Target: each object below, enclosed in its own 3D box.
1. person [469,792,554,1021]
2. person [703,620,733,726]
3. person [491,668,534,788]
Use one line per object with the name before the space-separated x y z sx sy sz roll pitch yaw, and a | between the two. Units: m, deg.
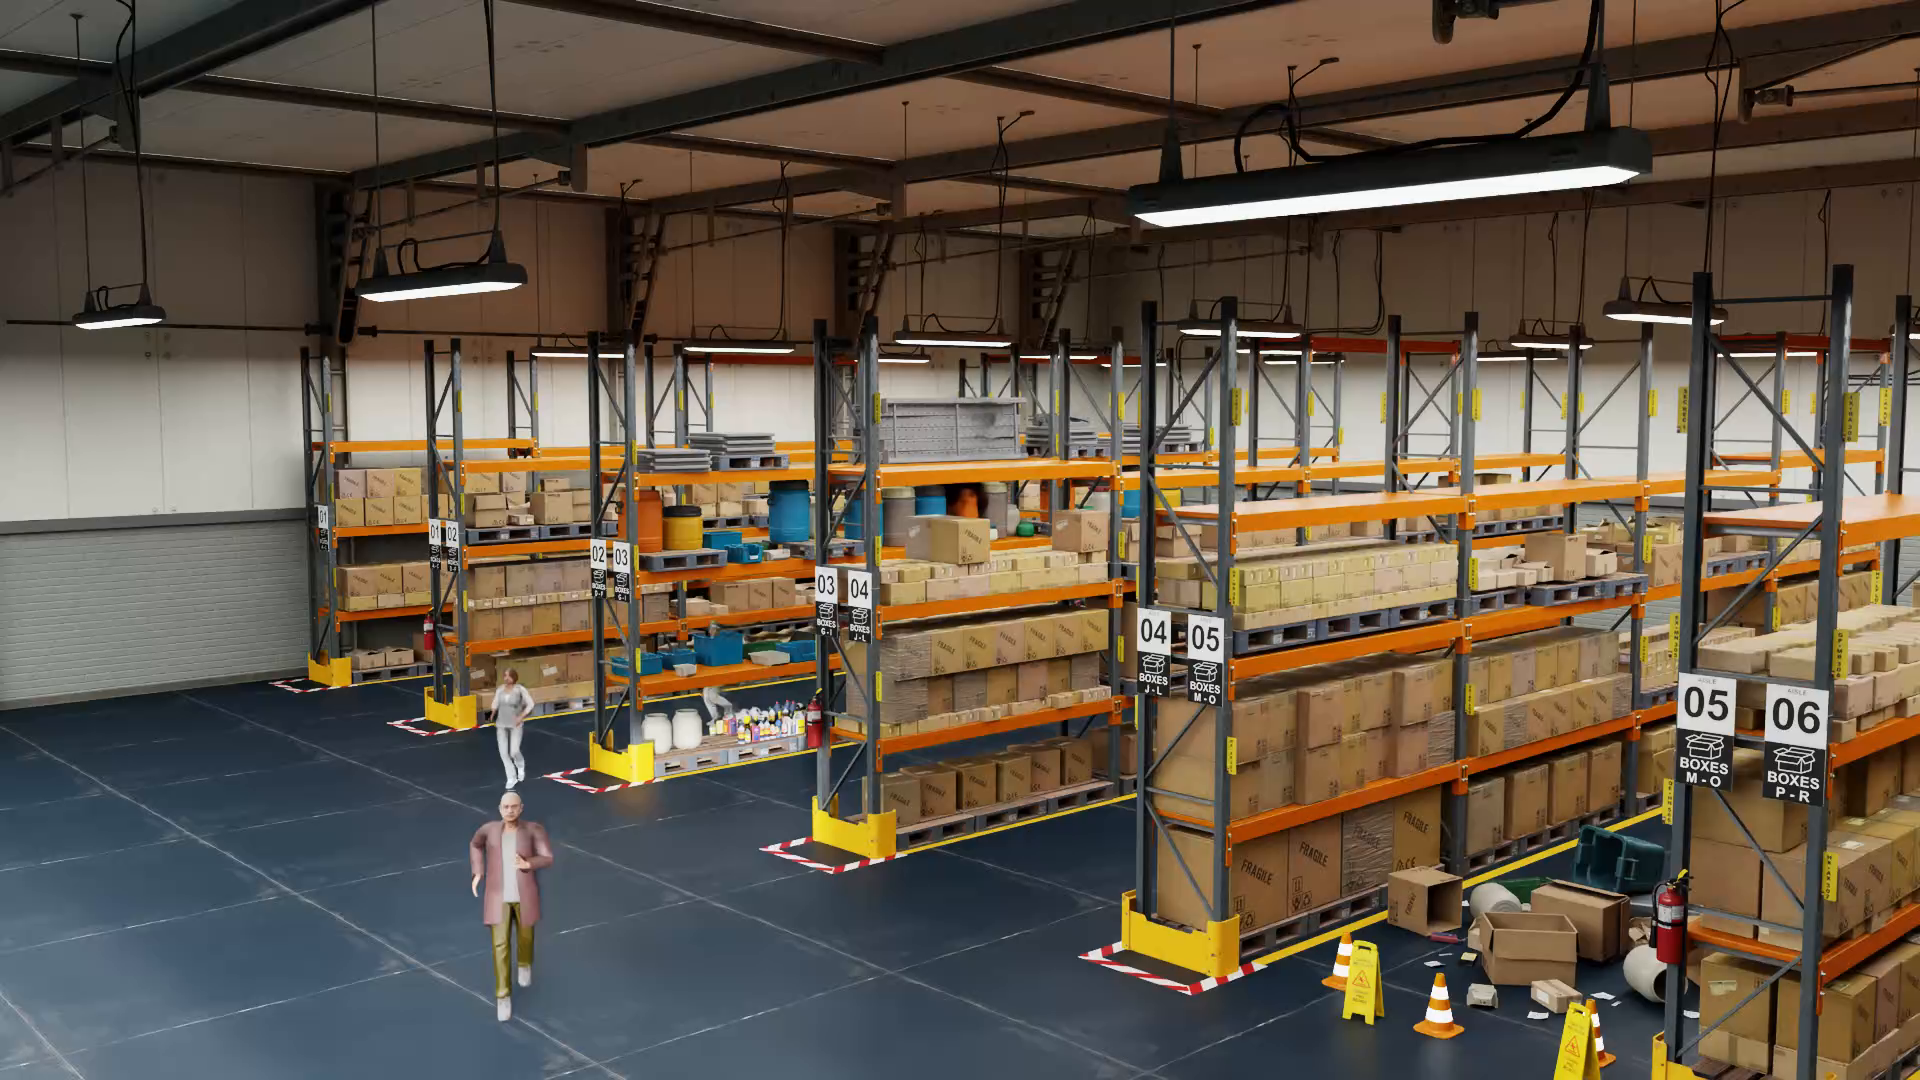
person | -3.783 3.014 14.050 0.697 1.782 1.045 -1 5 -14
person | -3.824 2.064 25.878 0.611 1.649 0.569 4 6 37
person | -5.921 2.477 21.899 0.558 1.586 0.521 0 5 2
